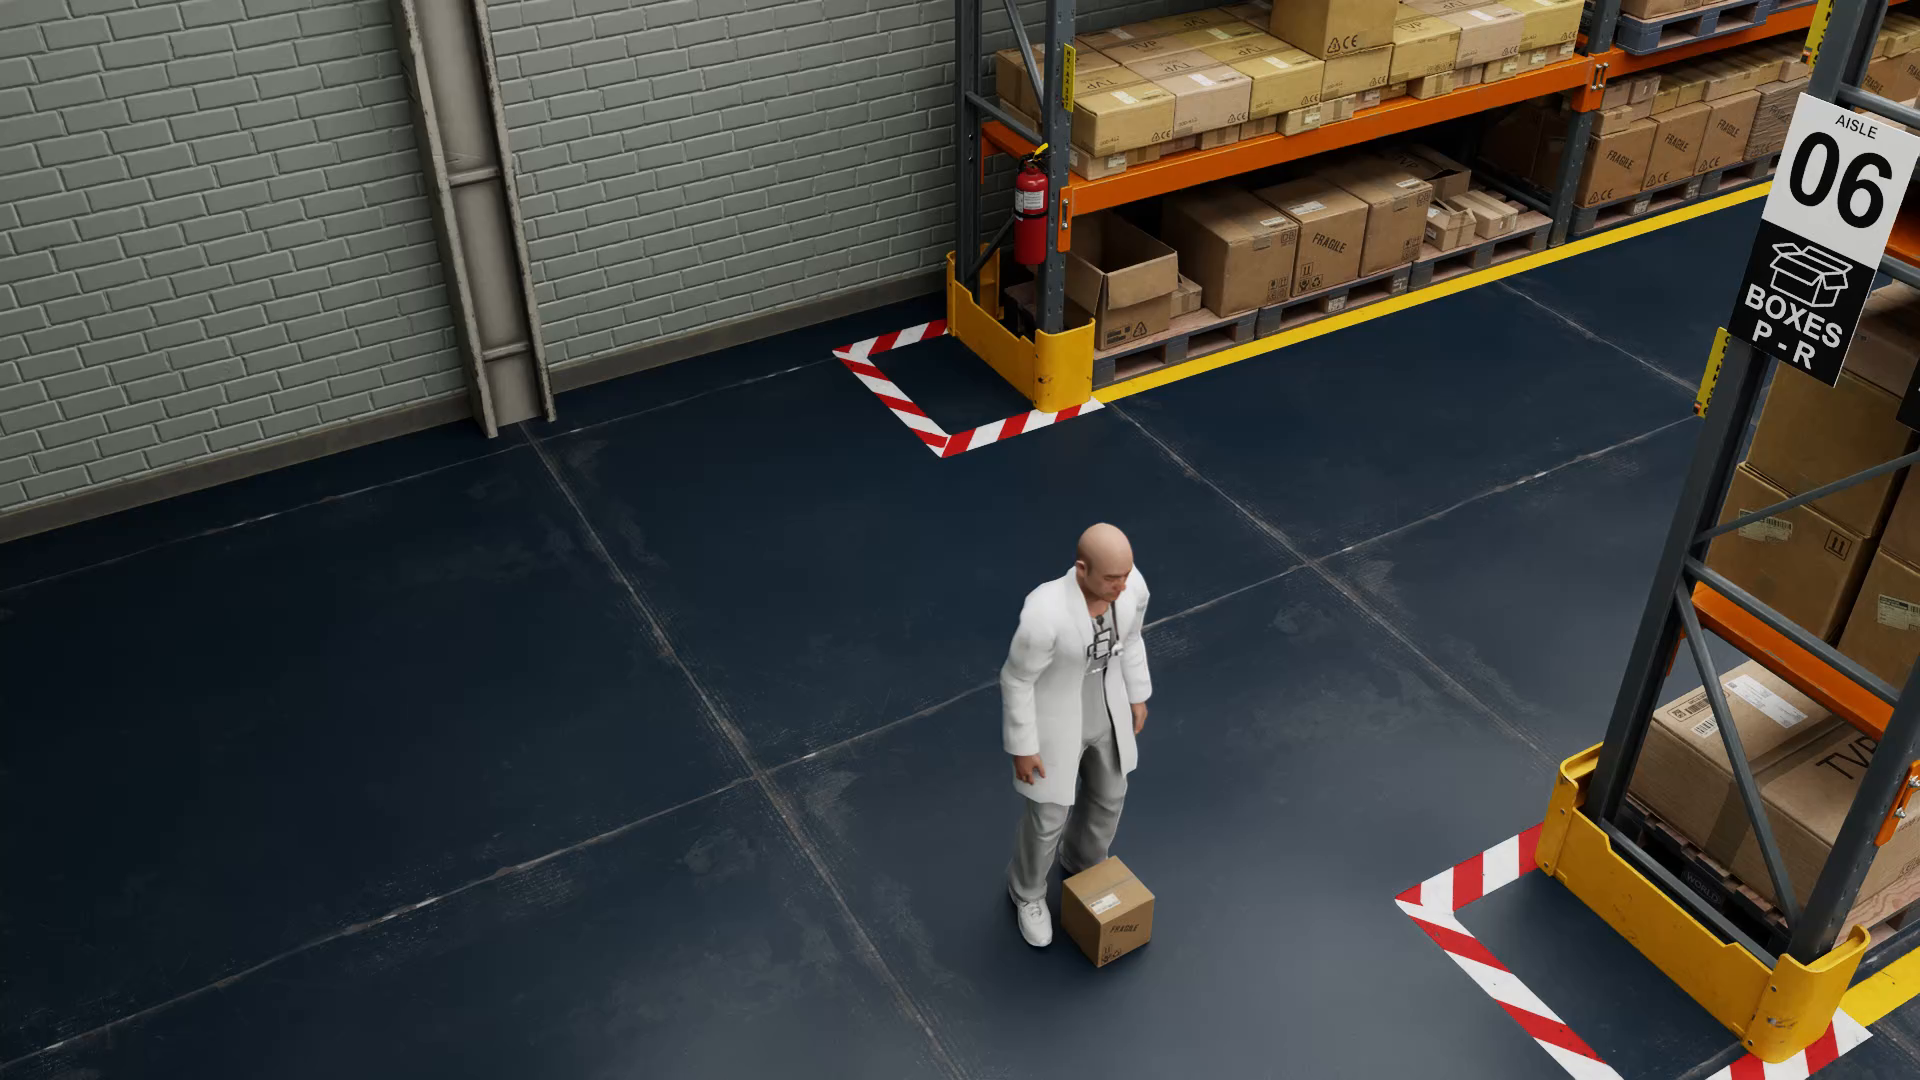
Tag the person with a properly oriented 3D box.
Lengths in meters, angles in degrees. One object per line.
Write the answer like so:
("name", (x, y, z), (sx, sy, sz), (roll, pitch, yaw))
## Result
("person", (0.434, 0.665, 6.040), (0.645, 1.772, 0.429), (-21, 41, -26))
